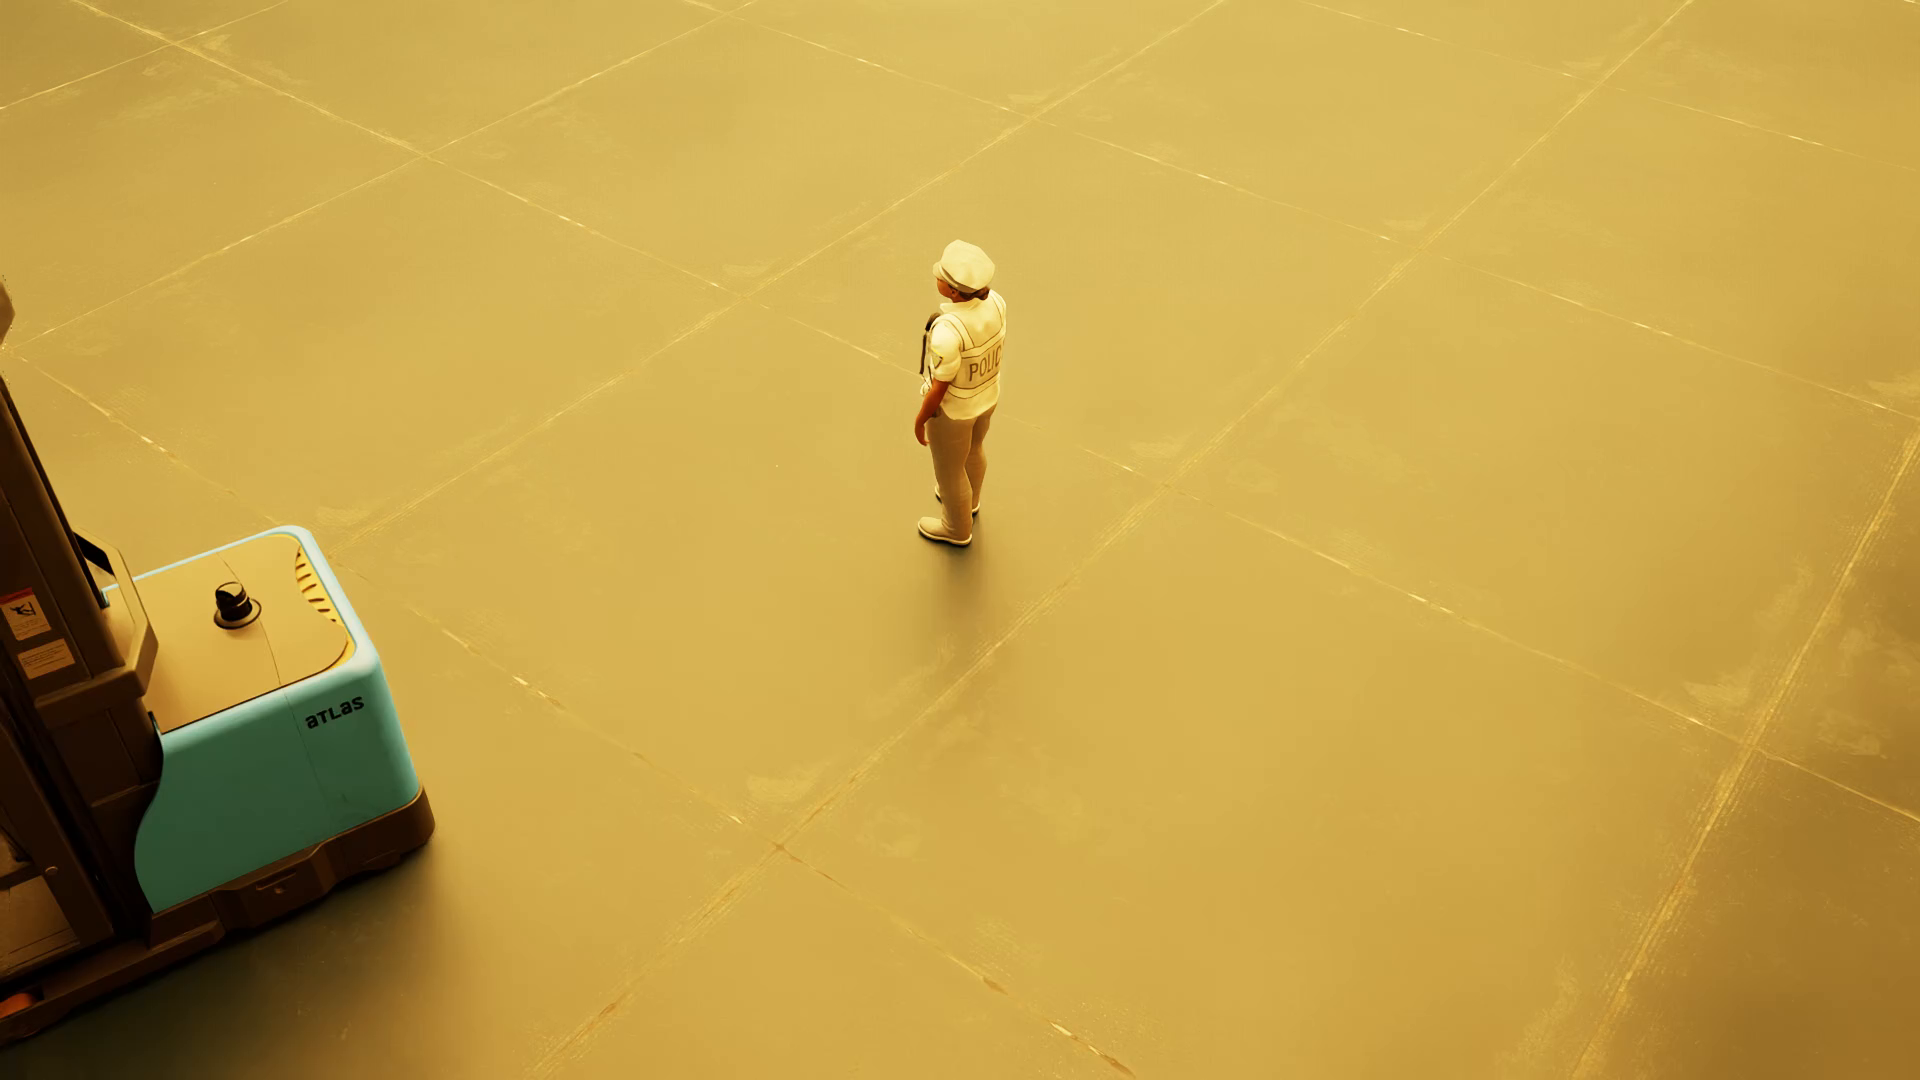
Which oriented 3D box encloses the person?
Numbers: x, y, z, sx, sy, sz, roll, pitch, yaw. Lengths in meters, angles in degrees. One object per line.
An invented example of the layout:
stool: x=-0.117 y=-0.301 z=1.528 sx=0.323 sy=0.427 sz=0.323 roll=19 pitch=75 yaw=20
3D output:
person: x=-0.048 y=-0.690 z=7.826 sx=0.528 sy=1.695 sz=0.569 roll=26 pitch=47 yaw=28

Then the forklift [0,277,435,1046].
forklift: x=-3.671 y=0.403 z=5.601 sx=3.031 sy=2.935 sz=1.130 roll=-23 pitch=46 yaw=-25
